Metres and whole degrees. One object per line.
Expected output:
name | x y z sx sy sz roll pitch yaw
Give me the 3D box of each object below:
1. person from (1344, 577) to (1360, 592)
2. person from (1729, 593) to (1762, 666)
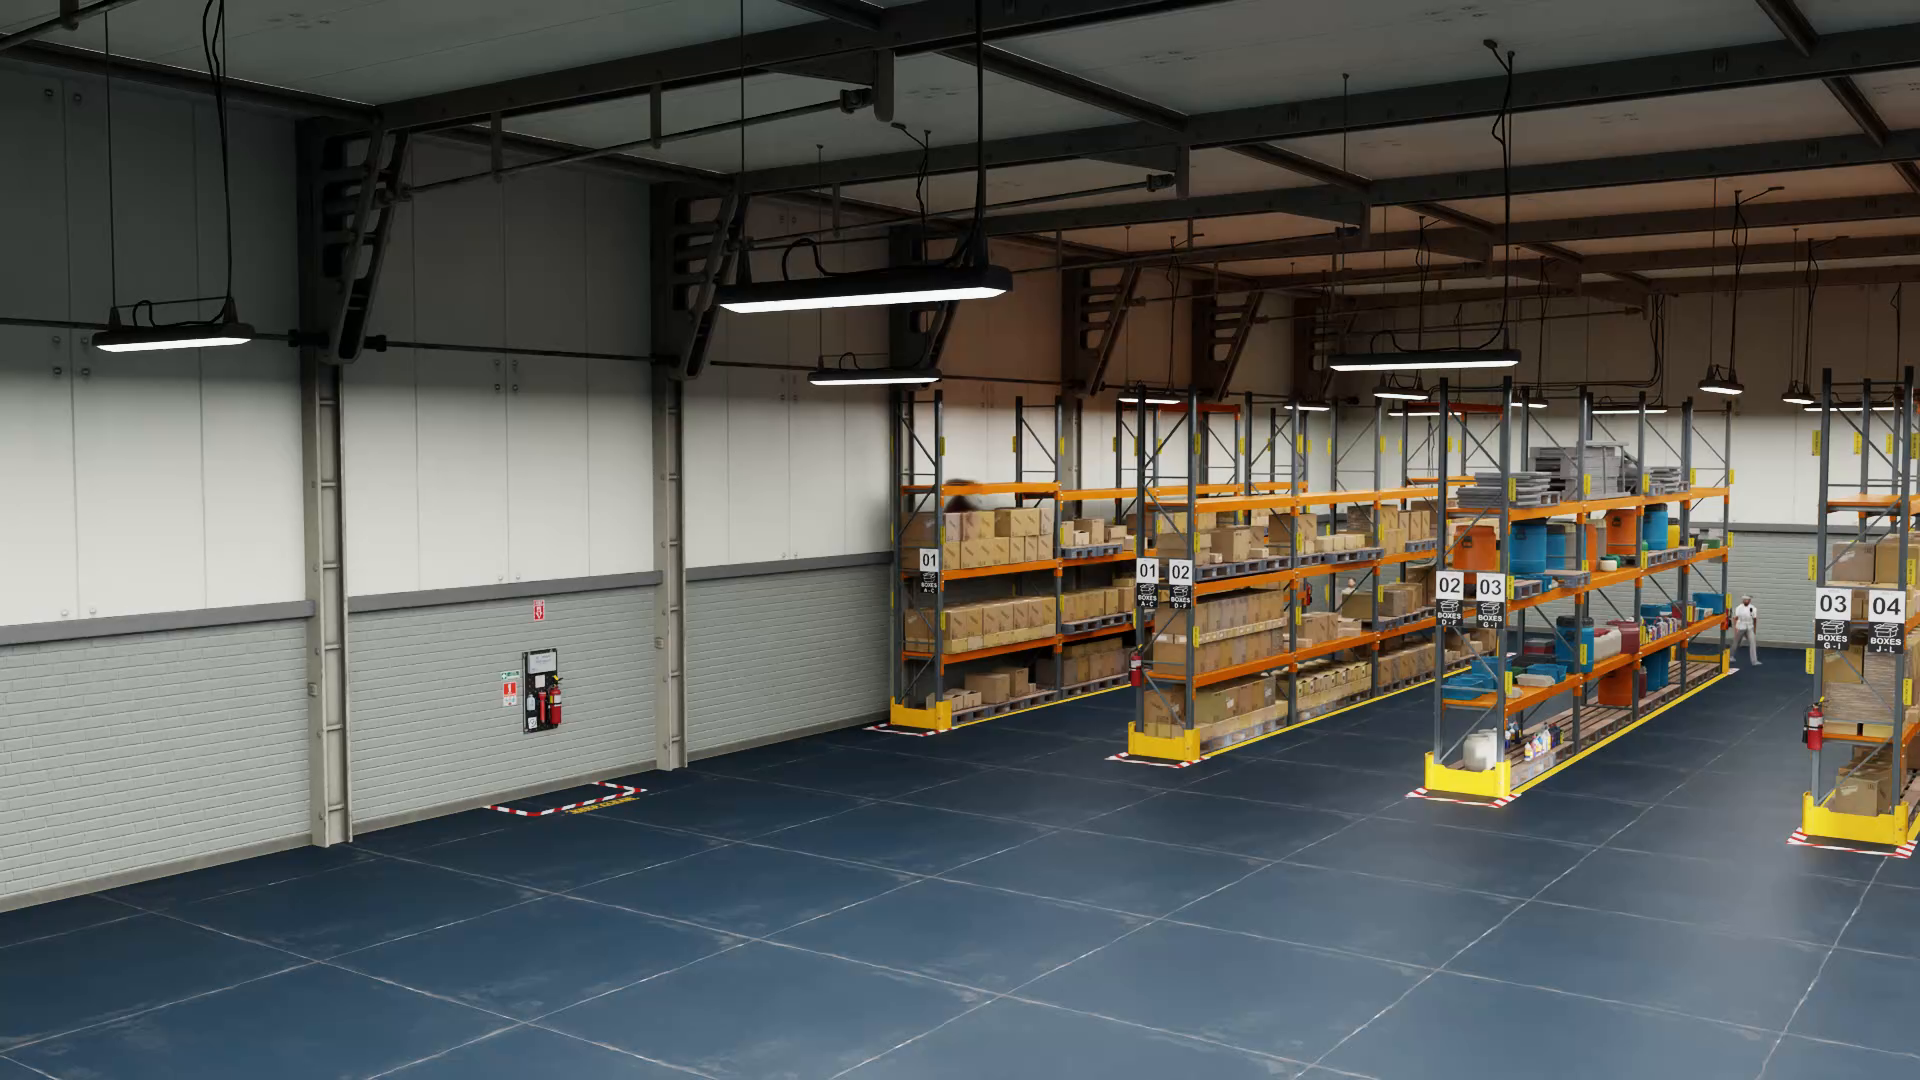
person | 9.992 1.775 42.524 0.491 1.645 0.729 -1 4 -24
person | 17.931 2.027 37.982 0.539 1.629 1.029 0 3 -6
